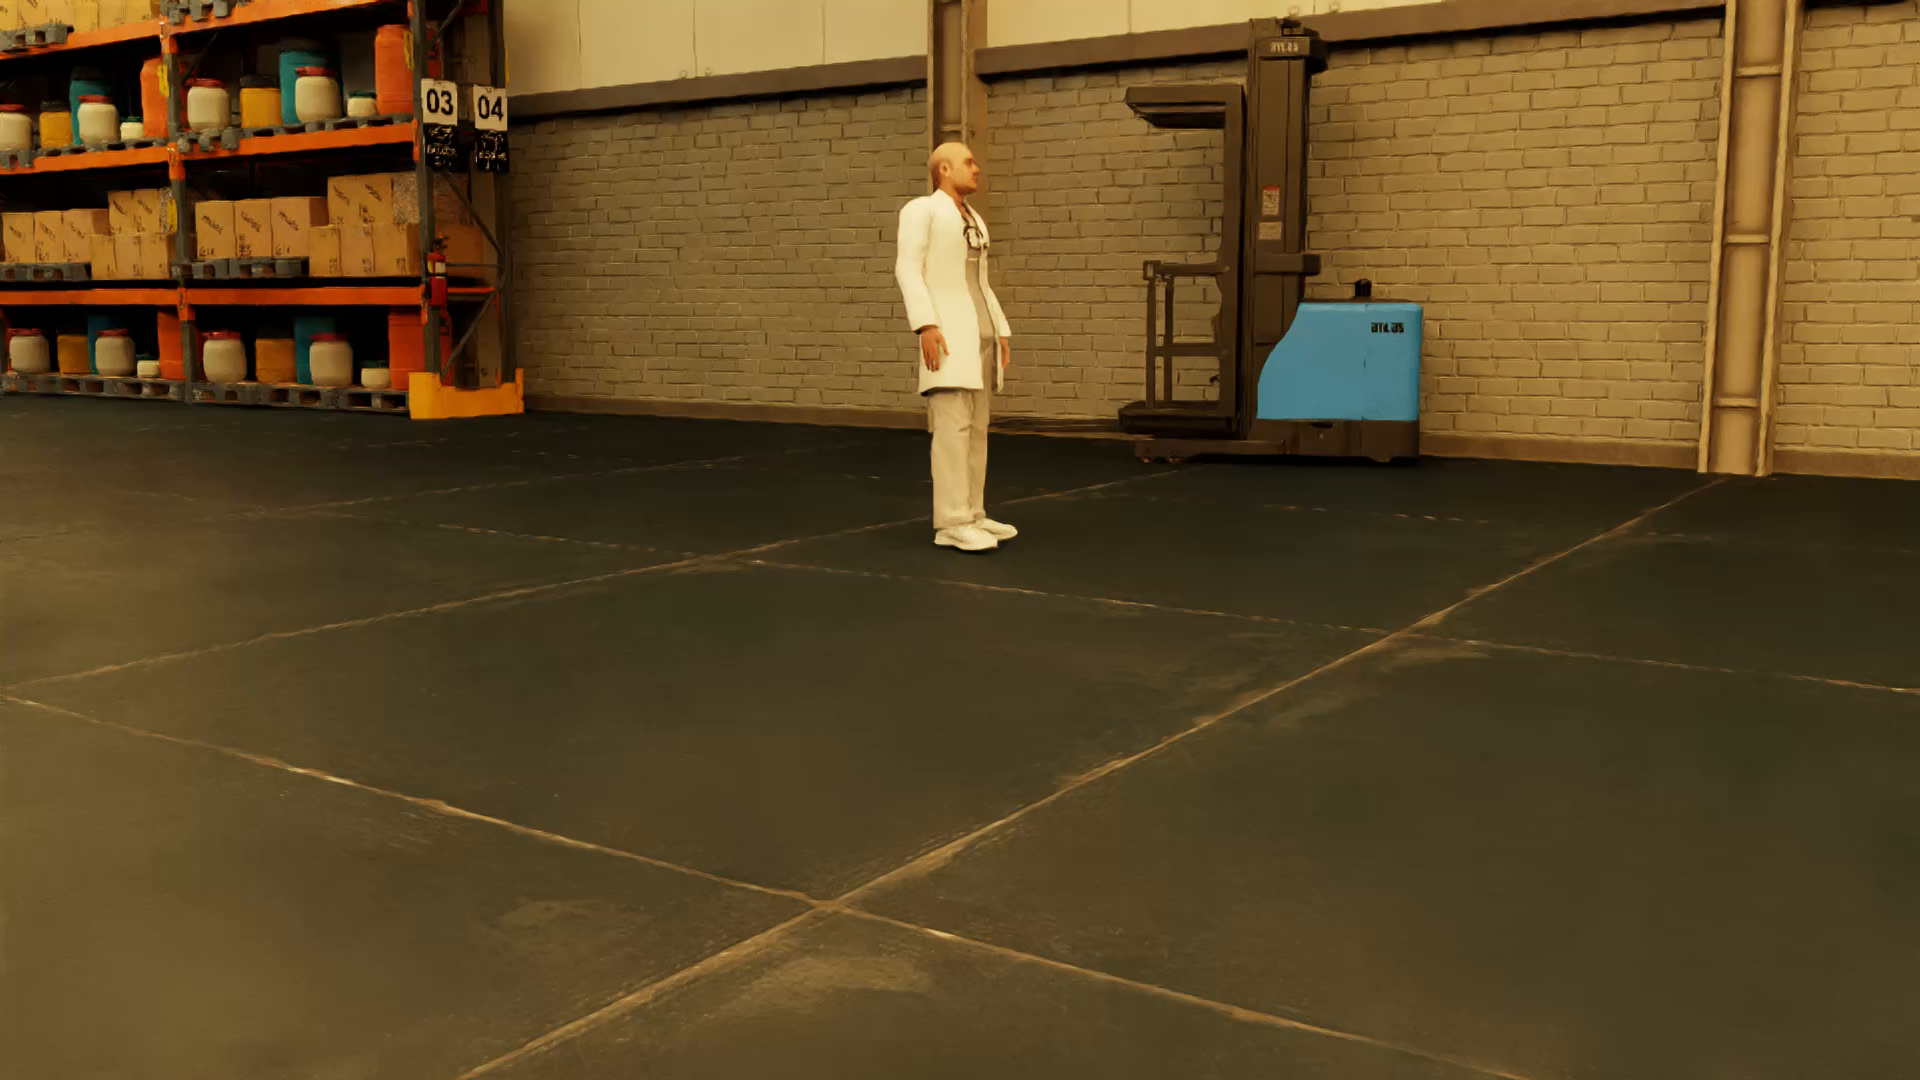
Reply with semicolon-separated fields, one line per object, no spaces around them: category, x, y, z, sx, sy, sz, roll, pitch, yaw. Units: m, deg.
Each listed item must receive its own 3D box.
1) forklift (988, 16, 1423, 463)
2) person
forklift;1.670;-2.046;11.578;3.031;2.935;1.130;2;8;14
person;0.073;-0.879;7.423;0.579;1.776;0.694;5;10;34
